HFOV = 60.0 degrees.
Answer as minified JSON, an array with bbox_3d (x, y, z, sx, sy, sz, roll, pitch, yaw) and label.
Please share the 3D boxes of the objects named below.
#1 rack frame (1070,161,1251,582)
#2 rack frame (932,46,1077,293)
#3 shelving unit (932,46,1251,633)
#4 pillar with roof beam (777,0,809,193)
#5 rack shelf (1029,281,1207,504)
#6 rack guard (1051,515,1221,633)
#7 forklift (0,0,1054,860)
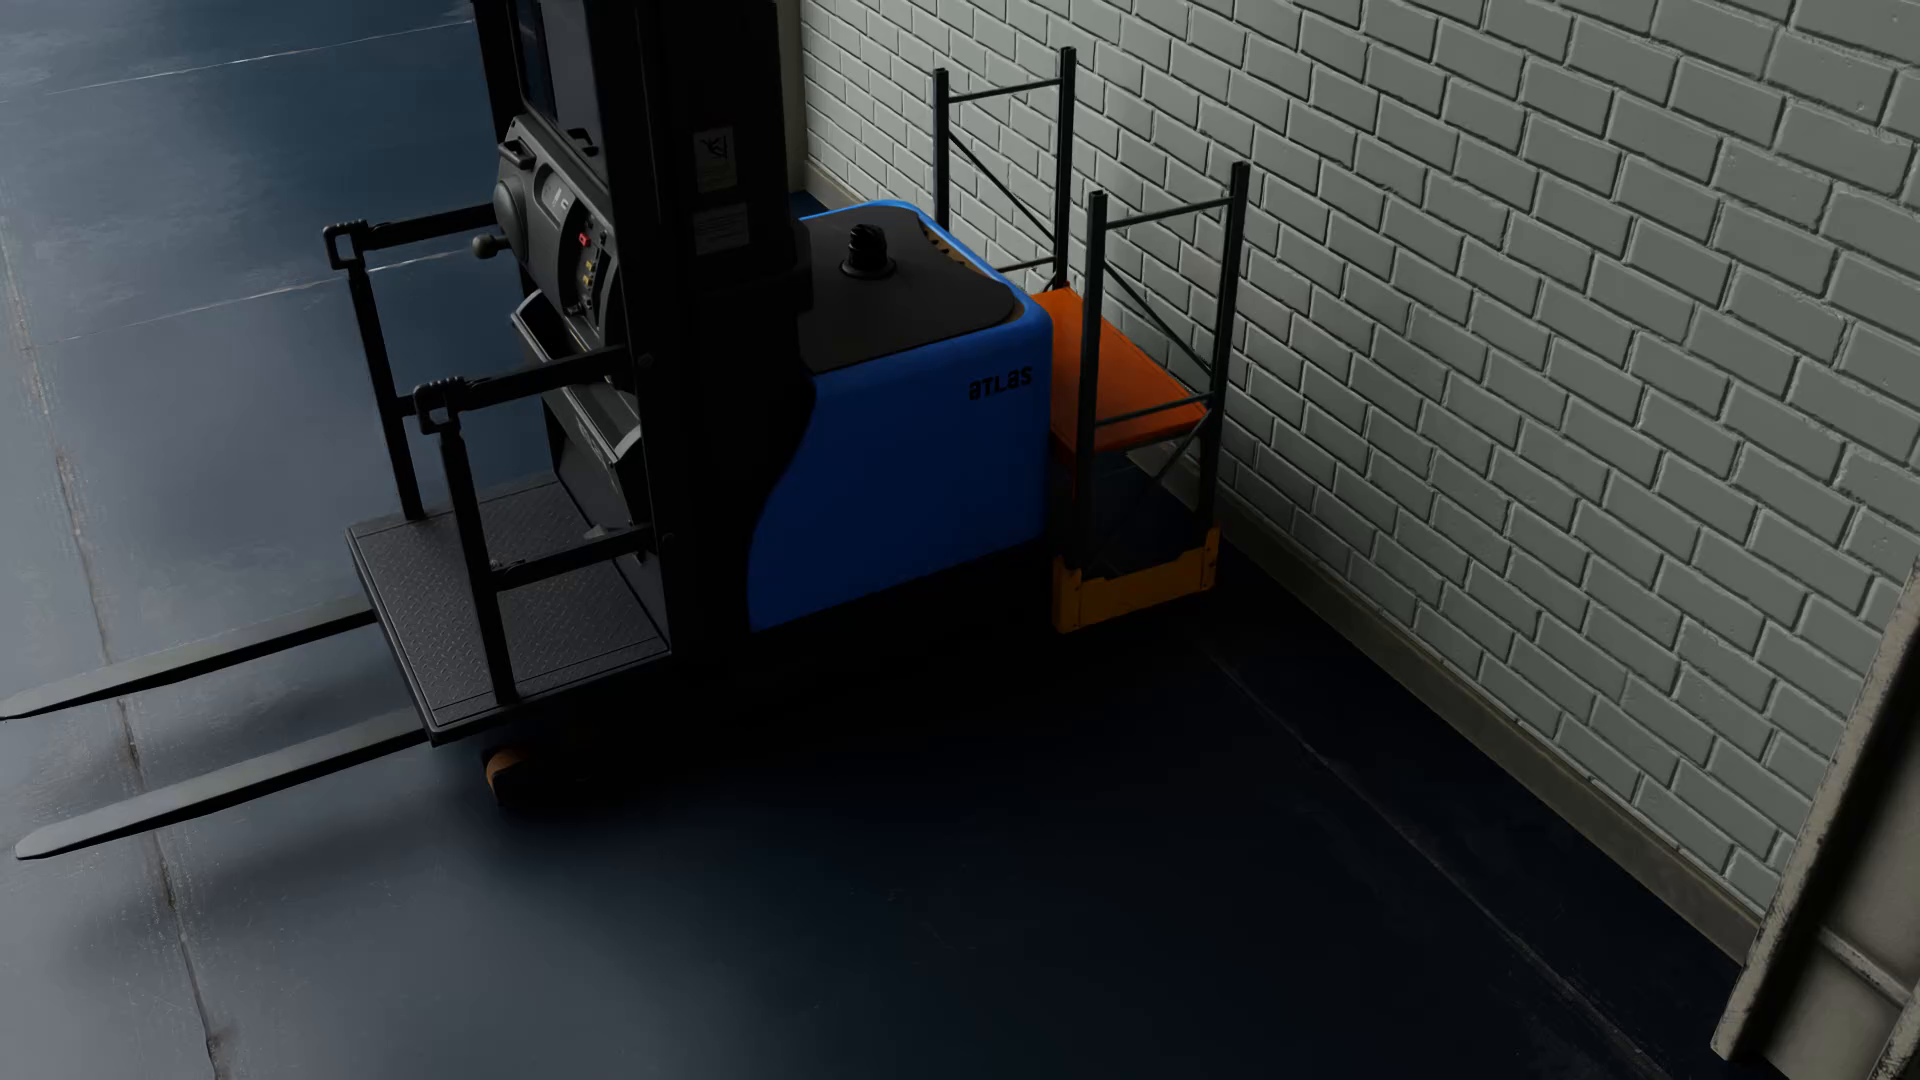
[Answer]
[{"bbox_3d":[0.580,-0.389,5.010,0.500,1.500,0.032,-16,39,-20],"label":"rack frame"},{"bbox_3d":[0.145,-0.931,5.753,0.500,1.500,0.032,-16,39,-20],"label":"rack frame"},{"bbox_3d":[0.359,-0.664,5.388,0.587,1.500,1.083,-16,39,-20],"label":"shelving unit"},{"bbox_3d":[-4.677,-4.129,3.774,9.100,9.000,0.400,-19,40,-24],"label":"pillar with roof beam"},{"bbox_3d":[0.363,-0.514,5.488,0.538,0.185,1.000,-16,39,-20],"label":"rack shelf"},{"bbox_3d":[0.572,0.106,5.393,0.587,0.250,0.087,-16,39,-20],"label":"rack guard"},{"bbox_3d":[-1.251,-0.792,4.350,3.031,2.935,1.130,-18,40,-23],"label":"forklift"}]
